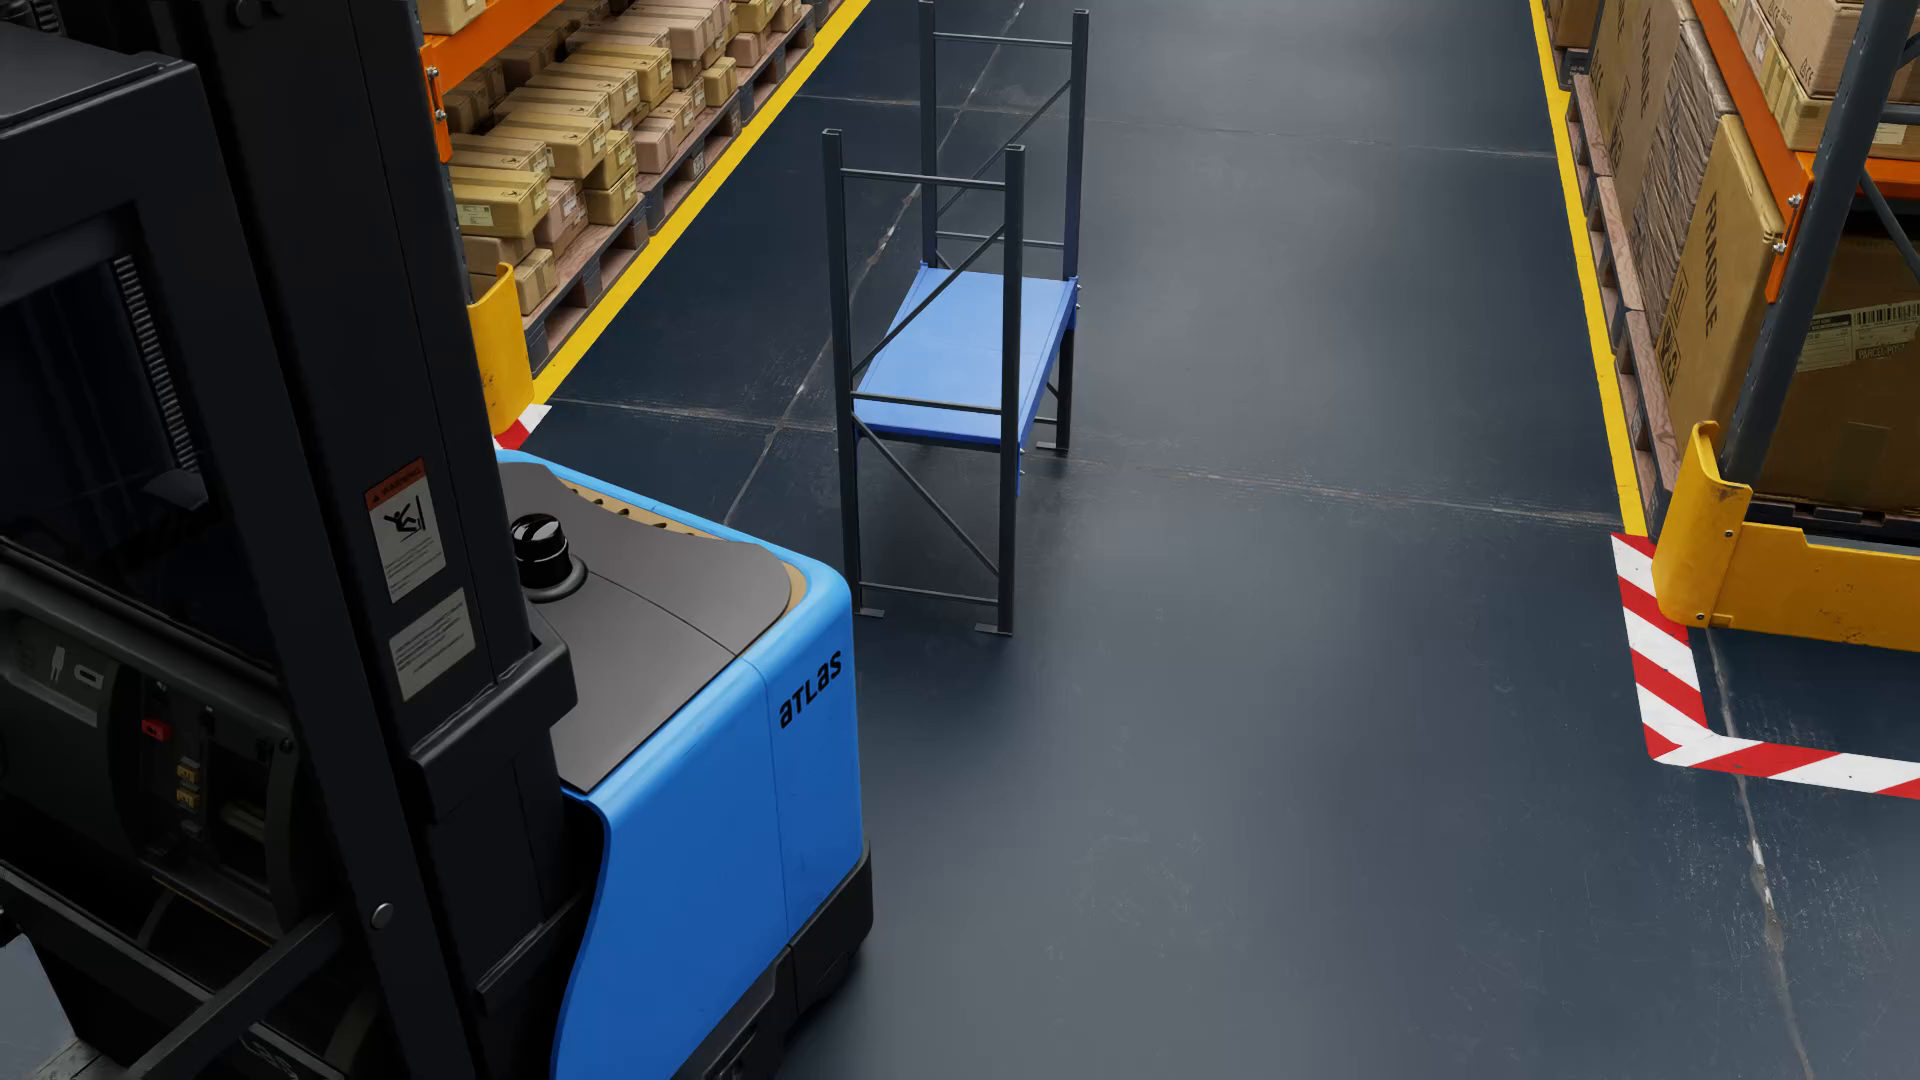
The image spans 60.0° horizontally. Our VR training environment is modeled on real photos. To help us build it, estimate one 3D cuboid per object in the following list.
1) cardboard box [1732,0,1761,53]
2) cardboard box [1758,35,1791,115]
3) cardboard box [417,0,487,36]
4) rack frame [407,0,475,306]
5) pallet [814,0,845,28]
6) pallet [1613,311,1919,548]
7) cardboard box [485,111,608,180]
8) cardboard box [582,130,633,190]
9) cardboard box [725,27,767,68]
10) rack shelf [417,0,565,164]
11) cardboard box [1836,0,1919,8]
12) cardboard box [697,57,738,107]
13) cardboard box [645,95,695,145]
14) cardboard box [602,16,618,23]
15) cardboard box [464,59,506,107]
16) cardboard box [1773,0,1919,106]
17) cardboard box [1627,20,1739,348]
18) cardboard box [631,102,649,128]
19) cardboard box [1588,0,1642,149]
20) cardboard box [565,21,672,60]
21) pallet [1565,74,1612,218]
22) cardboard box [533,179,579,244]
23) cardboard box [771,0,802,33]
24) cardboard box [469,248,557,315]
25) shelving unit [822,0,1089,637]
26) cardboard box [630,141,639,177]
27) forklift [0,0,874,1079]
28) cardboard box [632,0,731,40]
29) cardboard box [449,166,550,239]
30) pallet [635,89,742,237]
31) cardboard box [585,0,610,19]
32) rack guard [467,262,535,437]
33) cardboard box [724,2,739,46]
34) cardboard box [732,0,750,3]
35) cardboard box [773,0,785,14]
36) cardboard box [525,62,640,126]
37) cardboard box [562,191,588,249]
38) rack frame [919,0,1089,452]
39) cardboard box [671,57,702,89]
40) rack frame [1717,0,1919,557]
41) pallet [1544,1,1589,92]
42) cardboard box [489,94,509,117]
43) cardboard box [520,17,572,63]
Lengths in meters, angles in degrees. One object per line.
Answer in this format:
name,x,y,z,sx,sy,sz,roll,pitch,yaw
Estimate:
cardboard box,2.605,-1.589,5.101,0.380,0.149,0.250,8,37,11
cardboard box,2.496,-1.302,4.704,0.380,0.149,0.250,8,37,10
cardboard box,-1.747,-1.732,5.297,0.380,0.149,0.250,7,37,10
rack frame,-2.136,-1.689,5.024,1.000,3.000,0.127,7,37,10
pallet,-1.117,-3.299,9.622,1.003,0.211,1.213,7,37,10
pallet,2.782,-0.348,5.551,1.003,0.211,1.213,7,37,10
cardboard box,-1.572,-1.505,6.334,0.380,0.149,0.250,7,37,10
cardboard box,-1.533,-1.528,6.620,0.380,0.149,0.250,8,37,11
cardboard box,-1.164,-2.432,8.121,0.380,0.149,0.250,6,36,8
rack shelf,-1.709,-2.544,6.817,1.077,0.370,4.000,7,37,10
cardboard box,2.535,-1.685,4.254,0.500,0.500,0.500,8,37,11
cardboard box,-1.254,-2.137,7.713,0.380,0.149,0.250,7,37,10
cardboard box,-1.394,-1.853,7.322,0.380,0.149,0.250,7,37,10
cardboard box,-1.797,-2.341,7.741,0.380,0.149,0.250,9,37,12
cardboard box,-2.110,-1.883,6.857,0.380,0.149,0.250,9,37,12
cardboard box,2.532,-1.380,4.472,0.500,0.250,0.500,7,36,9
cardboard box,2.940,-1.217,5.826,0.875,0.875,0.875,7,37,10
cardboard box,-1.552,-1.853,7.068,0.380,0.149,0.250,9,37,12
cardboard box,3.323,-2.244,7.242,0.875,0.875,0.875,7,37,10
cardboard box,-1.471,-2.116,7.178,0.380,0.149,0.250,7,37,10
pallet,3.303,-1.747,7.481,1.003,0.211,1.213,7,37,10
cardboard box,-1.660,-1.243,6.227,0.380,0.149,0.250,7,37,10
cardboard box,-1.033,-2.730,8.532,0.380,0.149,0.250,8,37,11
cardboard box,-1.712,-0.965,6.096,0.380,0.149,0.250,8,37,11
shelving unit,0.018,-0.656,4.877,0.538,1.500,1.048,7,37,10
cardboard box,-1.566,-1.559,6.917,0.380,0.149,0.250,7,37,10
forklift,-1.388,0.345,2.276,1.130,2.935,3.031,19,40,24
cardboard box,-1.265,-2.401,7.571,0.380,0.149,0.250,6,36,8
cardboard box,-1.693,-1.203,5.918,0.380,0.149,0.250,6,36,8
pallet,-1.649,-1.762,7.501,1.003,0.211,1.213,7,37,10
cardboard box,-1.848,-2.477,7.676,0.380,0.149,0.250,8,37,11
rack guard,-2.120,-0.720,5.818,1.175,0.500,0.348,7,37,10
cardboard box,-1.274,-2.454,7.897,0.380,0.149,0.250,8,37,10
cardboard box,-1.166,-2.707,7.993,0.380,0.149,0.250,7,37,10
cardboard box,-1.084,-2.741,8.294,0.380,0.149,0.250,6,36,8
cardboard box,-1.532,-1.815,6.763,0.380,0.149,0.250,9,37,12
cardboard box,-1.690,-1.268,6.515,0.380,0.149,0.250,8,37,10
rack frame,0.127,-0.948,5.279,0.500,1.500,0.032,7,37,10
cardboard box,-1.386,-2.154,7.484,0.380,0.149,0.250,6,36,8
rack frame,2.687,-1.009,4.086,1.000,3.000,0.127,7,37,10
pallet,3.633,-2.625,8.692,1.003,0.211,1.213,7,37,10
cardboard box,-2.095,-1.760,6.940,0.380,0.149,0.250,8,37,11
cardboard box,-1.917,-2.174,7.258,0.380,0.149,0.250,7,37,10
